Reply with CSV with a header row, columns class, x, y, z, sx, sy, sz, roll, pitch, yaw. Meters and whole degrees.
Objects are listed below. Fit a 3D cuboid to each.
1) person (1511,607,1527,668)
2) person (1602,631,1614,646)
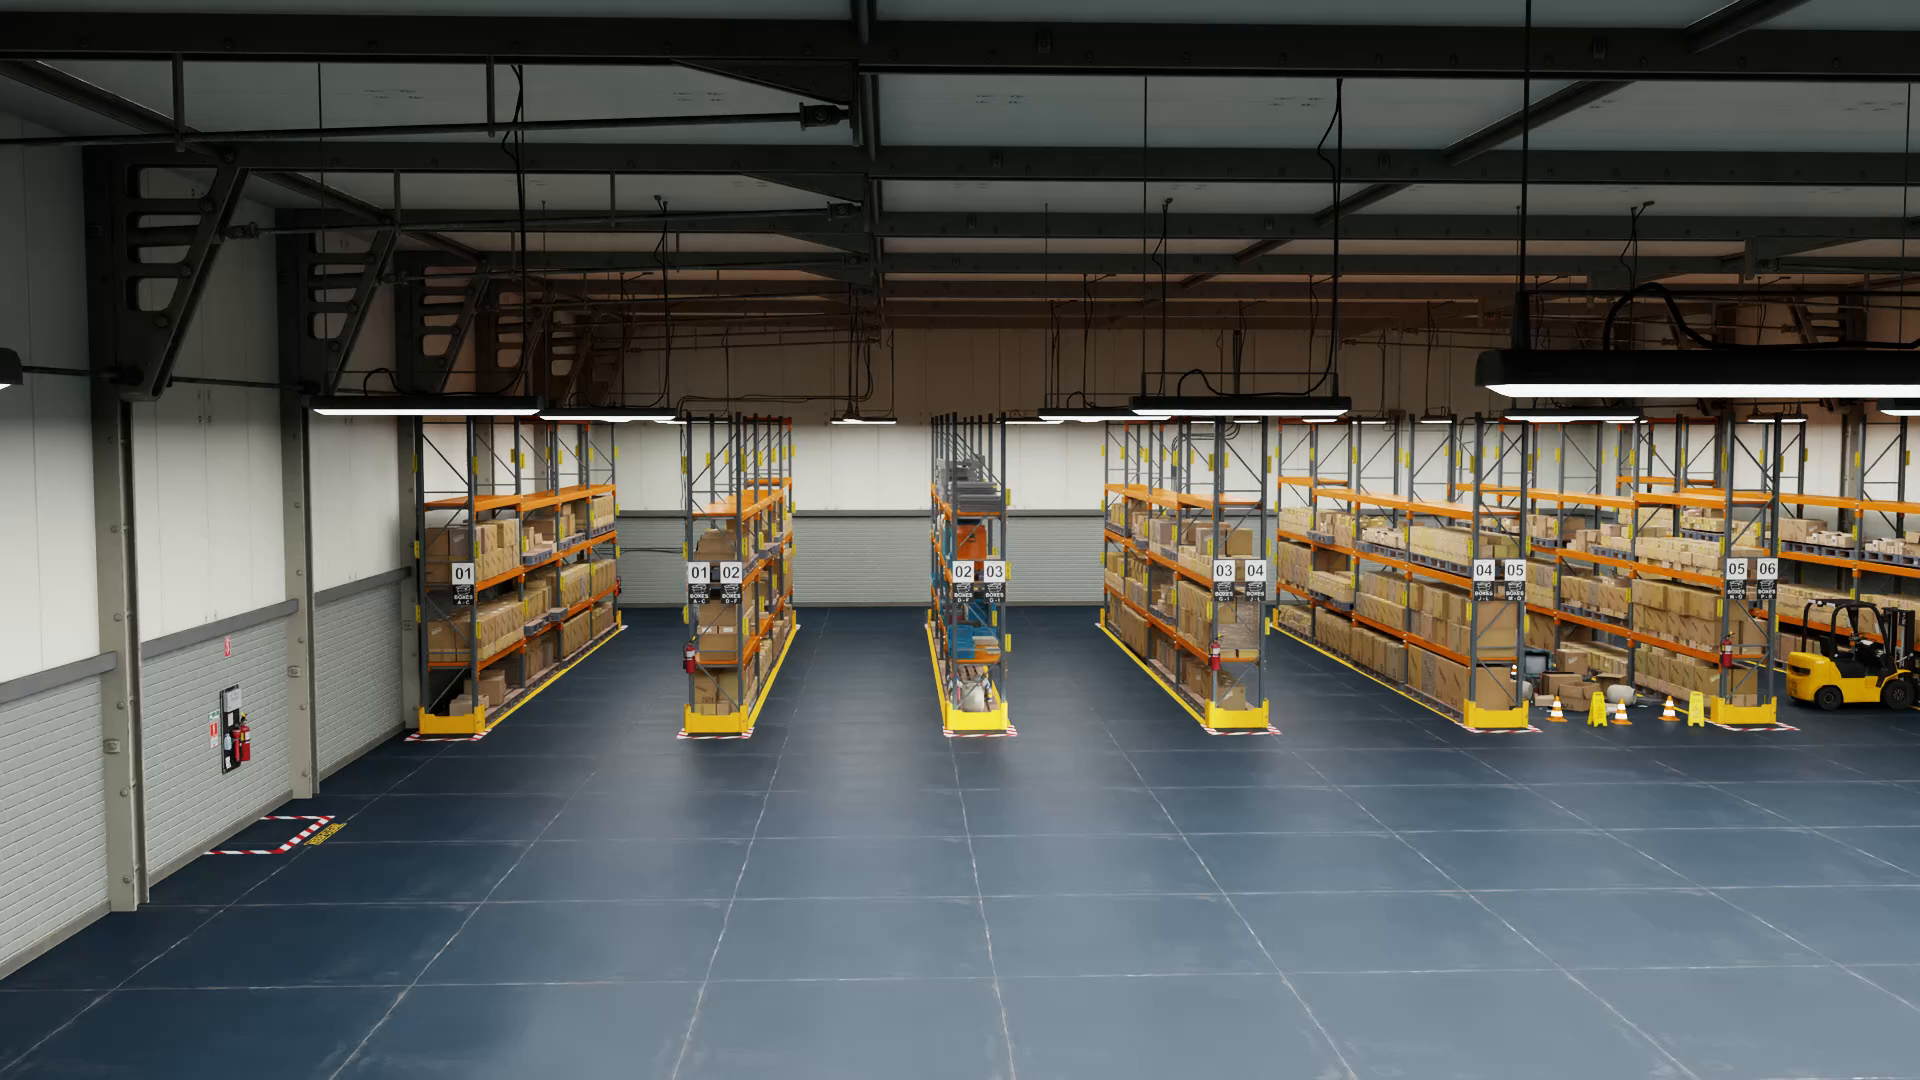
class,x,y,z,sx,sy,sz,roll,pitch,yaw
person,13.096,2.163,39.229,0.636,1.821,0.596,-1,4,-16
person,16.676,1.978,42.916,0.378,1.672,0.572,3,5,38
